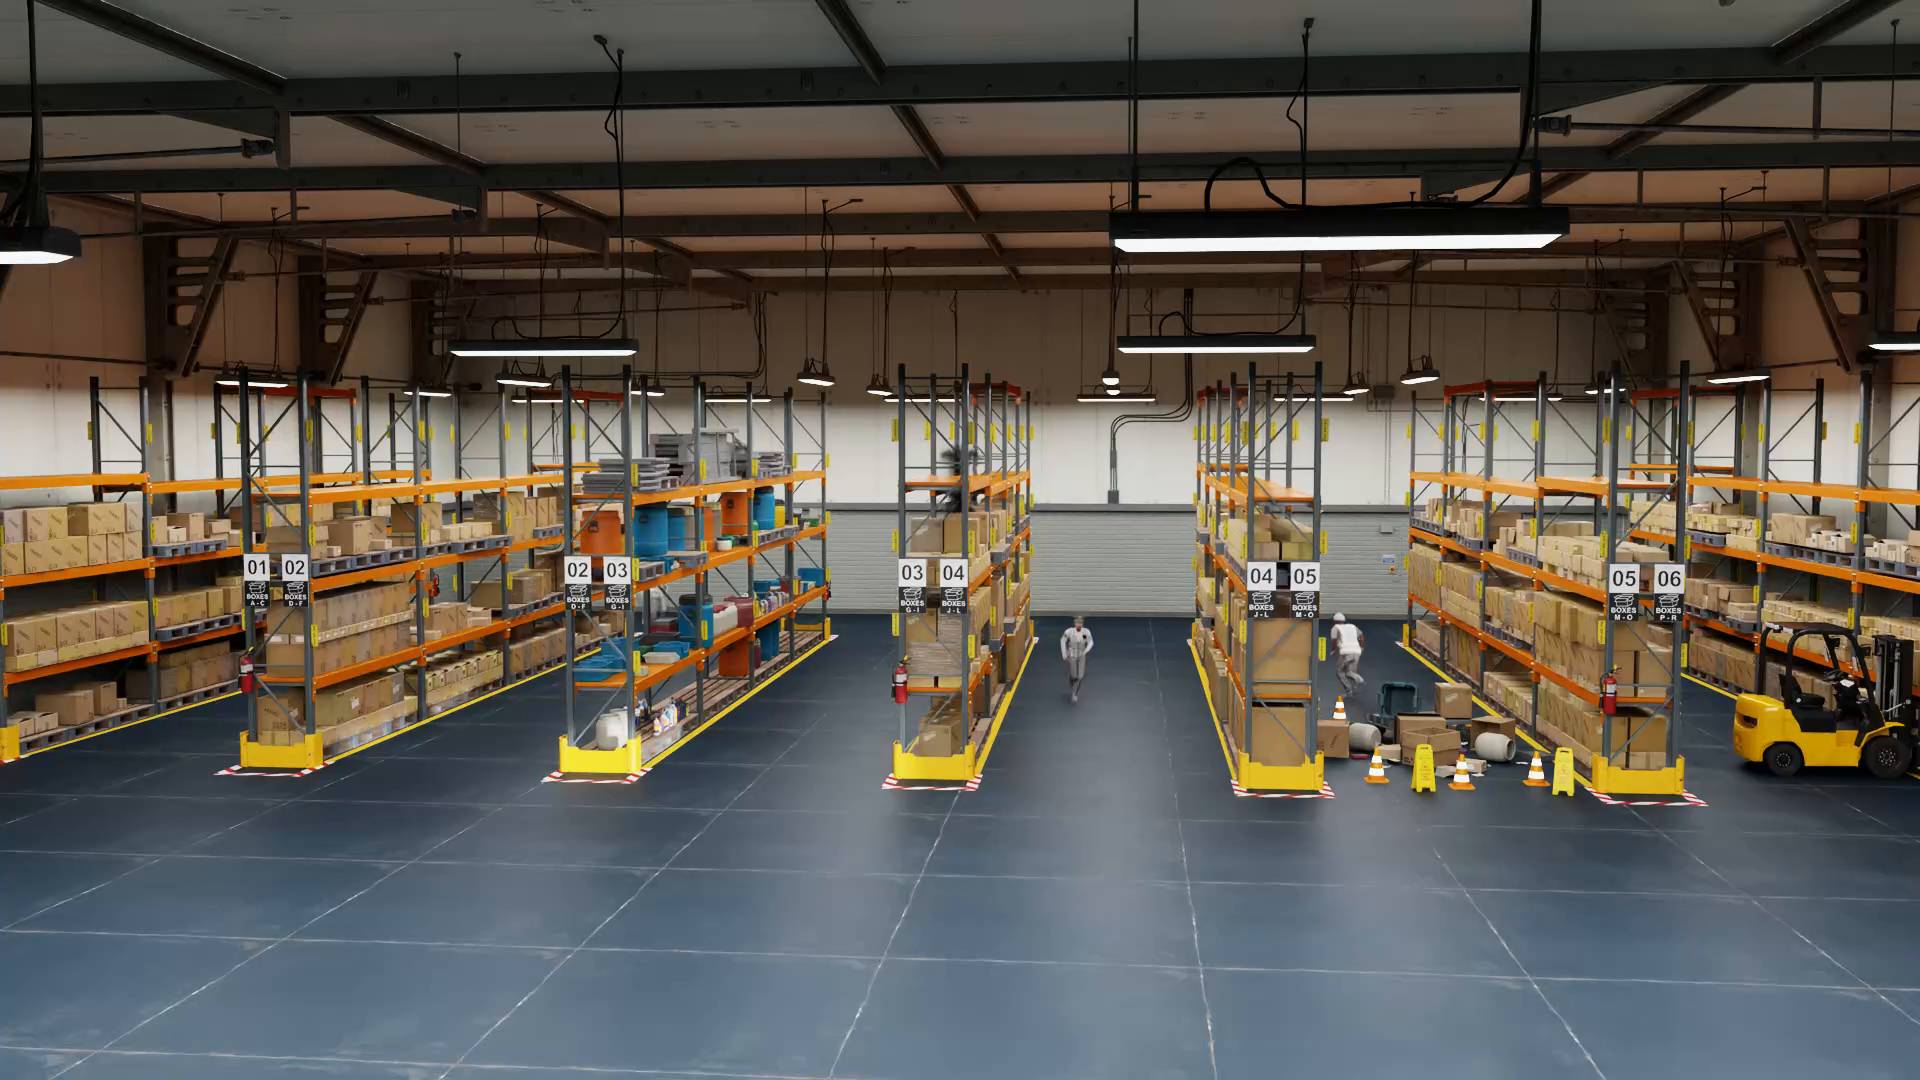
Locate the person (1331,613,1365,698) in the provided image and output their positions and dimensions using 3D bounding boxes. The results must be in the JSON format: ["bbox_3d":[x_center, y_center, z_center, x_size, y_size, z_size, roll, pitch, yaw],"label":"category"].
[{"bbox_3d":[7.389,2.178,31.498,0.697,1.530,1.005,-1,4,-19],"label":"person"}]

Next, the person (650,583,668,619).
[{"bbox_3d":[-7.602,1.475,41.908,0.572,1.718,0.789,-2,4,-23],"label":"person"}]

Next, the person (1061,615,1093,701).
[{"bbox_3d":[2.198,2.196,31.184,0.587,1.623,0.649,-1,4,-10],"label":"person"}]
